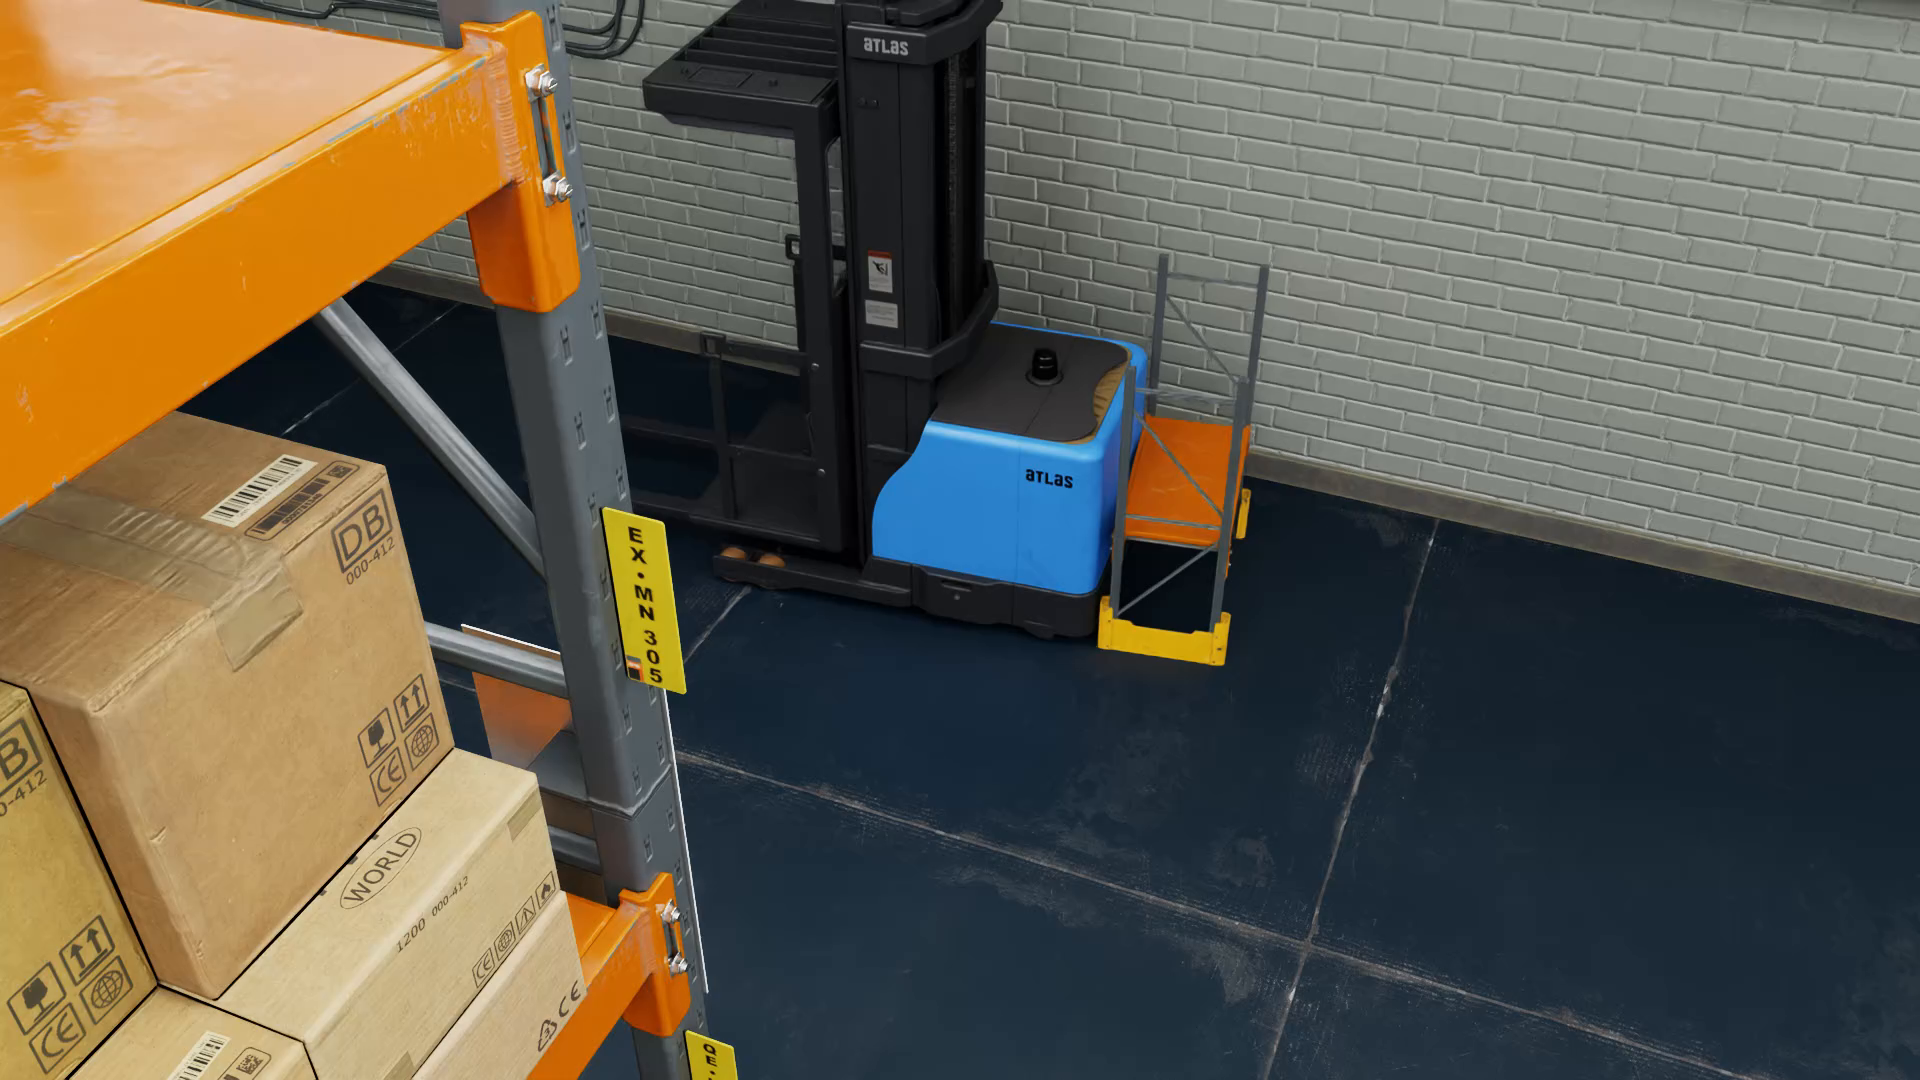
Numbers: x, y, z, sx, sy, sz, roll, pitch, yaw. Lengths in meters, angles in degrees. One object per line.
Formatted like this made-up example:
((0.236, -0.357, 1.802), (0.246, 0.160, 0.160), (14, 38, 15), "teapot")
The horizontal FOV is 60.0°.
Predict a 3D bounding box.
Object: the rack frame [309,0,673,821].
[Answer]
((-0.973, -0.890, 2.025), (1.000, 3.000, 0.127), (14, 39, 18), "rack frame")

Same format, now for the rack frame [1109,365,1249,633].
((0.922, -0.075, 7.199), (0.500, 1.500, 0.032), (8, 38, 11), "rack frame")

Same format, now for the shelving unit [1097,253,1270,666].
((1.040, -0.377, 7.603), (0.587, 1.500, 1.083), (8, 38, 11), "shelving unit")

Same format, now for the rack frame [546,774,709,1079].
((-0.973, 1.513, 3.821), (1.000, 3.000, 0.127), (14, 39, 18), "rack frame")

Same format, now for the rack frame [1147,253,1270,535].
((1.153, -0.668, 7.992), (0.500, 1.500, 0.032), (8, 38, 11), "rack frame")

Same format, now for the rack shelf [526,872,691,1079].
((-1.734, 1.707, 1.657), (1.077, 0.370, 4.000), (14, 39, 18), "rack shelf")

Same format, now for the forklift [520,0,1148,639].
((-0.684, -1.226, 7.543), (3.031, 2.935, 1.130), (11, 38, 14), "forklift")

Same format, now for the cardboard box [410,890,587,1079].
((-0.925, 0.717, 2.507), (0.500, 0.250, 0.500), (14, 39, 18), "cardboard box")

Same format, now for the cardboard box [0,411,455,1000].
((-1.154, 0.160, 2.208), (0.700, 0.500, 0.500), (14, 39, 18), "cardboard box")

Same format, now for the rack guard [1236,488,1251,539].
((1.153, -0.166, 8.365), (0.587, 0.250, 0.087), (8, 38, 11), "rack guard")

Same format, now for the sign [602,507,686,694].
((-0.468, 0.095, 2.474), (0.100, 0.325, 0.005), (14, 39, 18), "sign")

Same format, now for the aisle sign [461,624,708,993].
((-0.664, 0.504, 3.000), (0.394, 0.787, 0.004), (14, 39, 18), "aisle sign")

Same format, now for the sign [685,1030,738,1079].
((-0.468, 1.061, 3.196), (0.100, 0.325, 0.005), (14, 39, 18), "sign")

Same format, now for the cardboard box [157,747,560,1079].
((-0.933, 0.514, 2.360), (0.500, 0.250, 0.500), (14, 39, 18), "cardboard box")

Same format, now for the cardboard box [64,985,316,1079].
((-1.123, 0.791, 1.990), (0.500, 0.250, 0.500), (14, 39, 18), "cardboard box")

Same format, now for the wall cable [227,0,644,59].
((-3.073, -3.822, 8.542), (3.097, 2.526, 0.112), (14, 39, 18), "wall cable")

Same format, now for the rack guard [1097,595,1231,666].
((0.926, 0.414, 7.588), (0.587, 0.250, 0.087), (8, 38, 11), "rack guard")

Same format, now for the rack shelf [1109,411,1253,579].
((1.038, -0.227, 7.703), (0.538, 0.185, 1.000), (8, 38, 11), "rack shelf")

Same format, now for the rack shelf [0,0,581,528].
((-1.734, 0.507, 0.760), (1.077, 0.370, 4.000), (14, 39, 18), "rack shelf")

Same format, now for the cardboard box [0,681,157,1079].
((-1.422, 0.417, 1.864), (0.700, 0.500, 0.500), (14, 39, 18), "cardboard box")
